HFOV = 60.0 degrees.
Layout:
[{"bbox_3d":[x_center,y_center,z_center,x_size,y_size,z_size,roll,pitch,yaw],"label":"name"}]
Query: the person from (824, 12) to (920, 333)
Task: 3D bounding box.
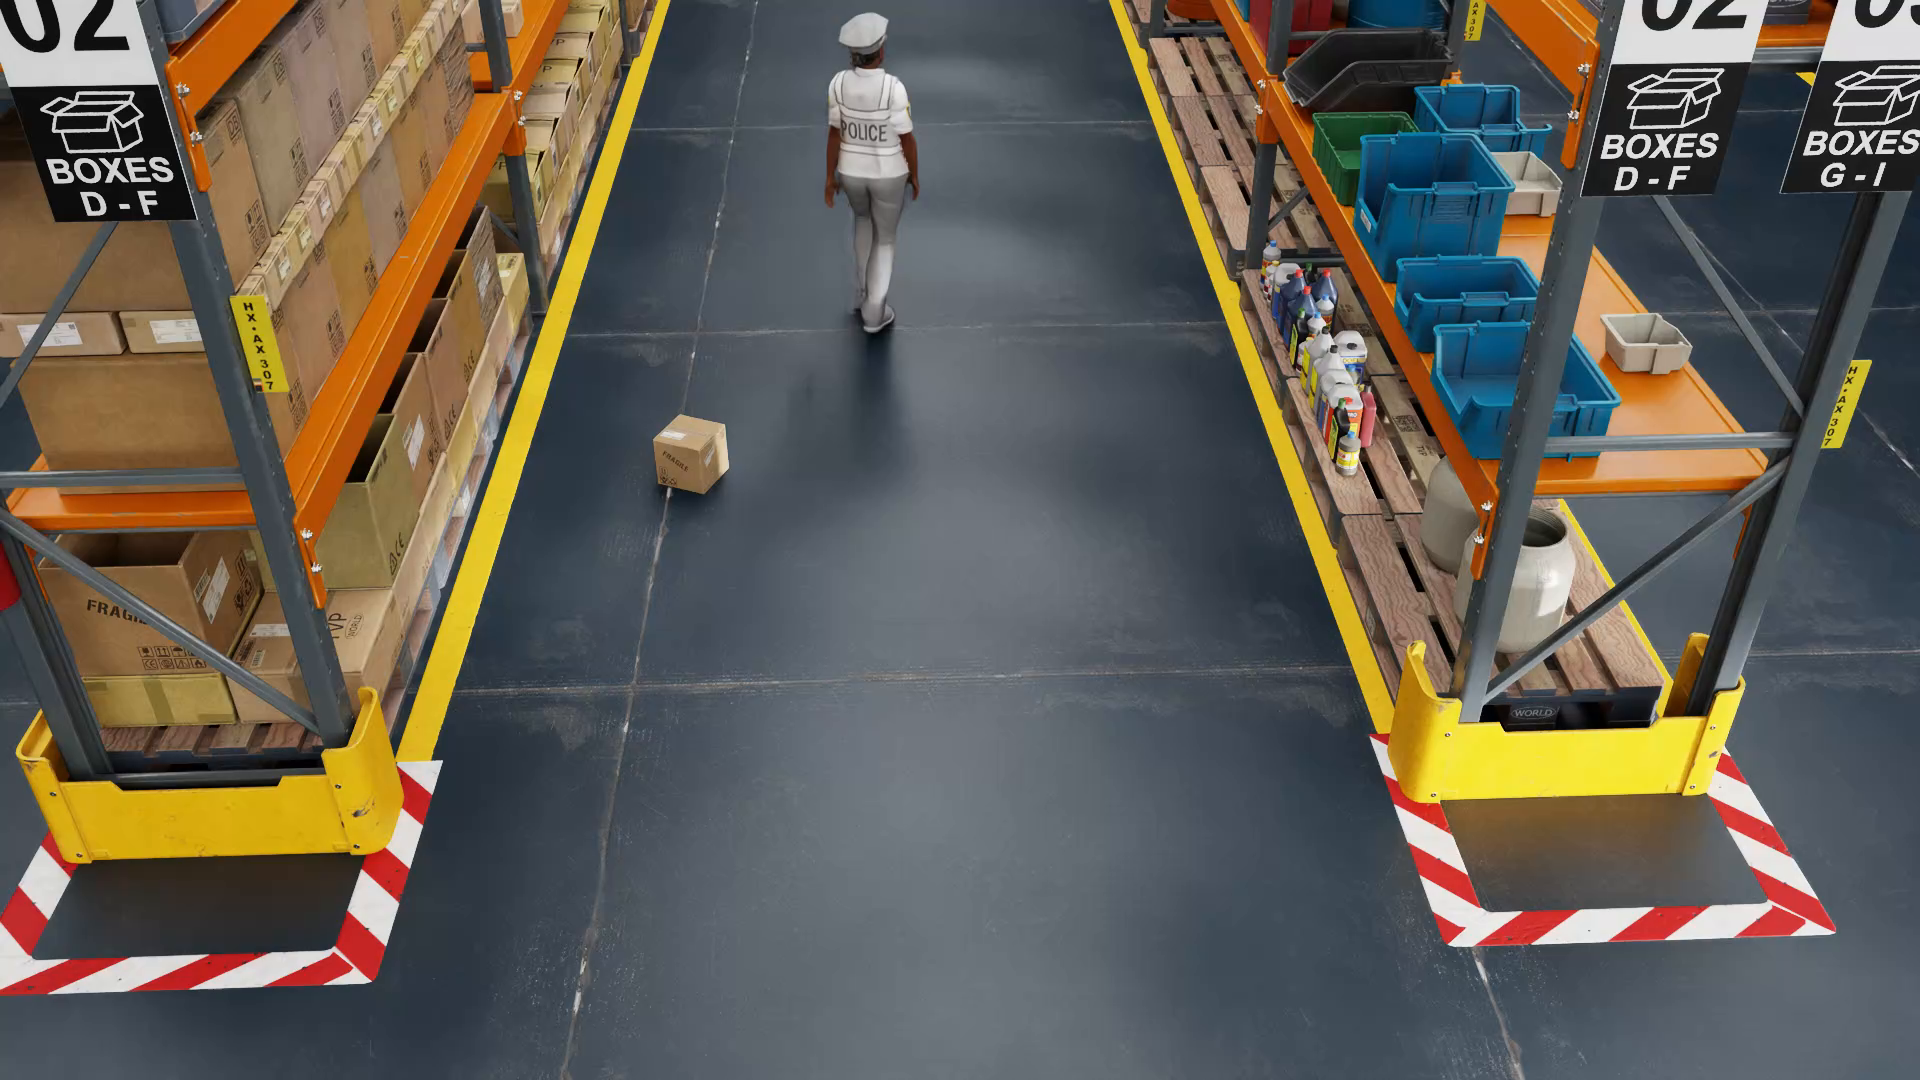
[{"bbox_3d":[-0.455,-1.914,8.835,0.485,1.755,0.518,12,37,17],"label":"person"}]
